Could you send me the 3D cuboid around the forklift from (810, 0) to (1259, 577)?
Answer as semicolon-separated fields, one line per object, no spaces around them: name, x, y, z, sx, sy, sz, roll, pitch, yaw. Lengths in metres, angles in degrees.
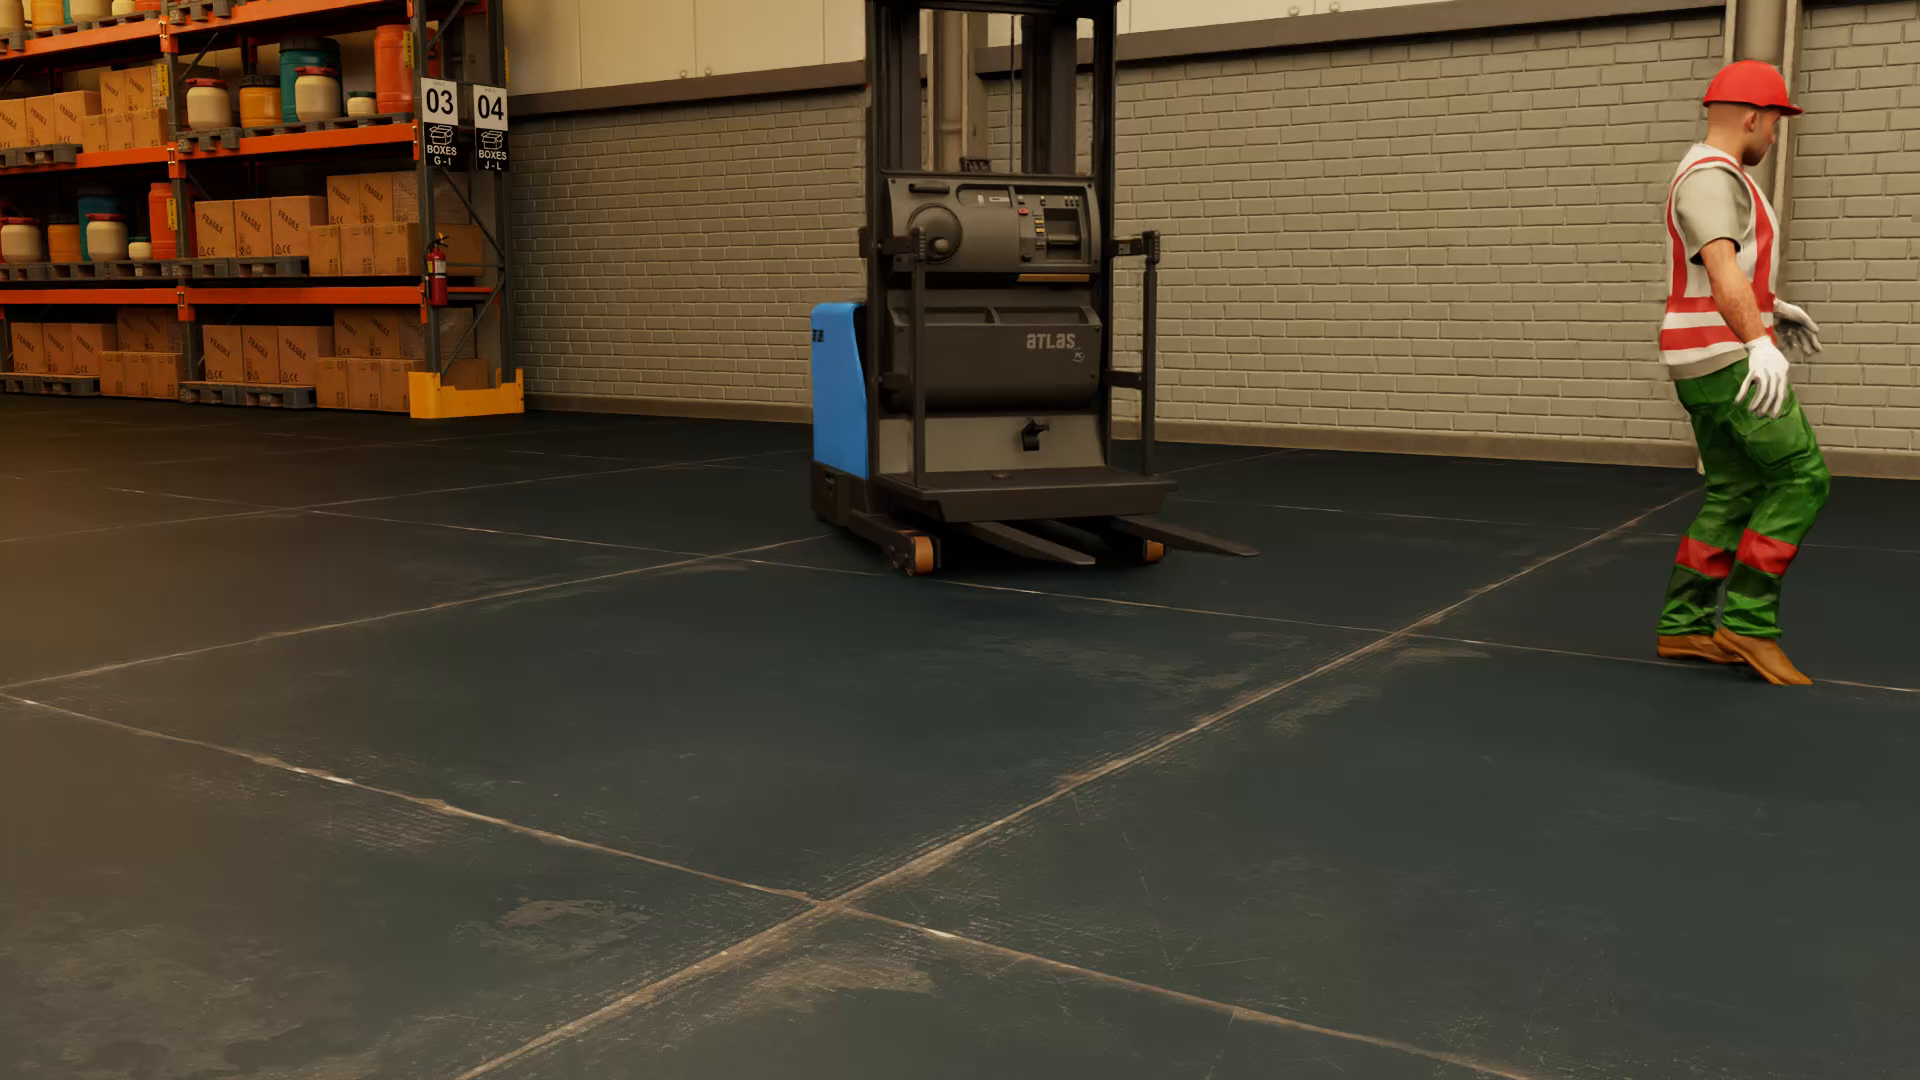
forklift;0.220;-1.369;6.817;1.130;2.935;3.031;-3;9;-19

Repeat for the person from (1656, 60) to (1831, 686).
person;2.298;-0.483;4.880;0.478;1.797;0.944;4;9;24
